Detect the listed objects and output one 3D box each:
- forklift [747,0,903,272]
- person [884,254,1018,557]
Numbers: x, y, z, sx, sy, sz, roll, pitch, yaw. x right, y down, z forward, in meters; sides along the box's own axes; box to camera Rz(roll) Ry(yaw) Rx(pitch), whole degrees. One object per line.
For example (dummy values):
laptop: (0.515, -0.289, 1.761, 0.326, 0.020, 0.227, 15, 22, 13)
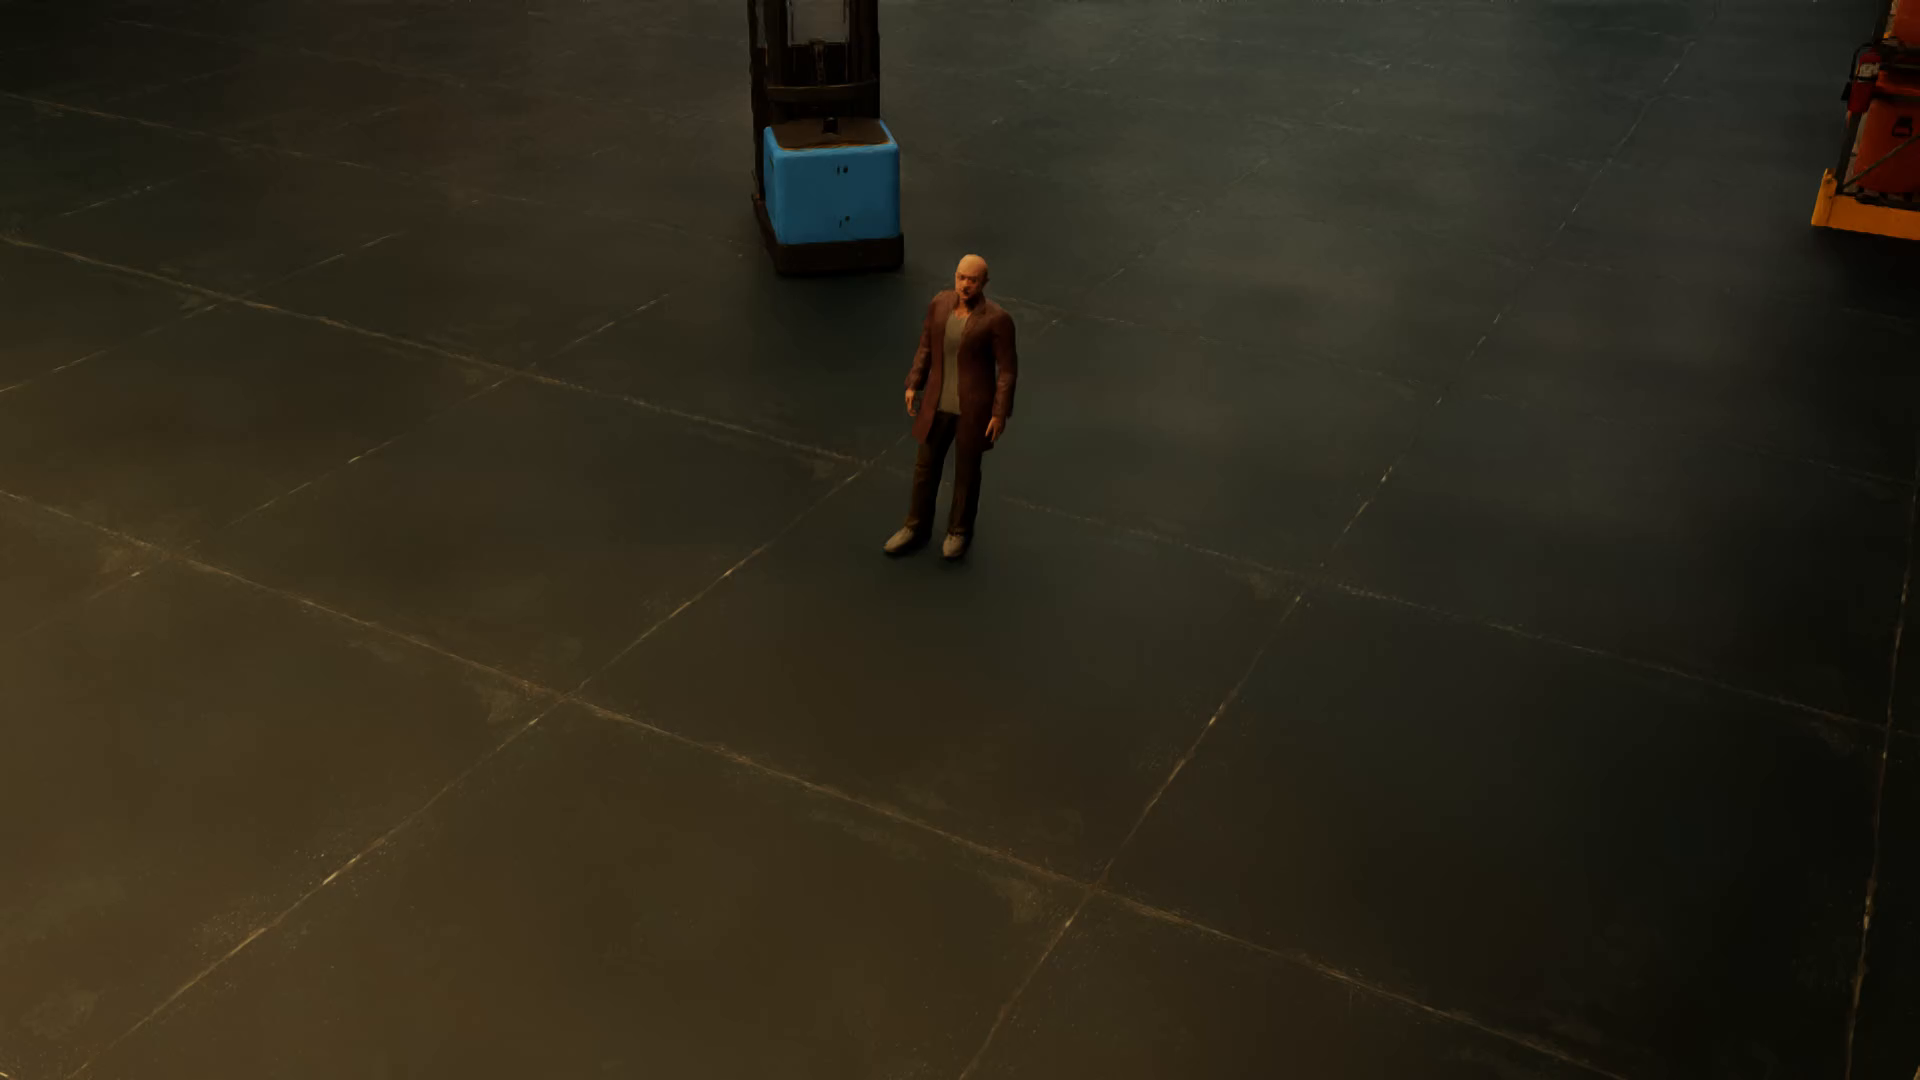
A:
forklift: (-1.281, -4.190, 14.331, 1.130, 2.935, 3.031, -6, 31, -10)
person: (-0.048, -0.737, 9.488, 0.694, 1.776, 0.580, 15, 33, 25)
